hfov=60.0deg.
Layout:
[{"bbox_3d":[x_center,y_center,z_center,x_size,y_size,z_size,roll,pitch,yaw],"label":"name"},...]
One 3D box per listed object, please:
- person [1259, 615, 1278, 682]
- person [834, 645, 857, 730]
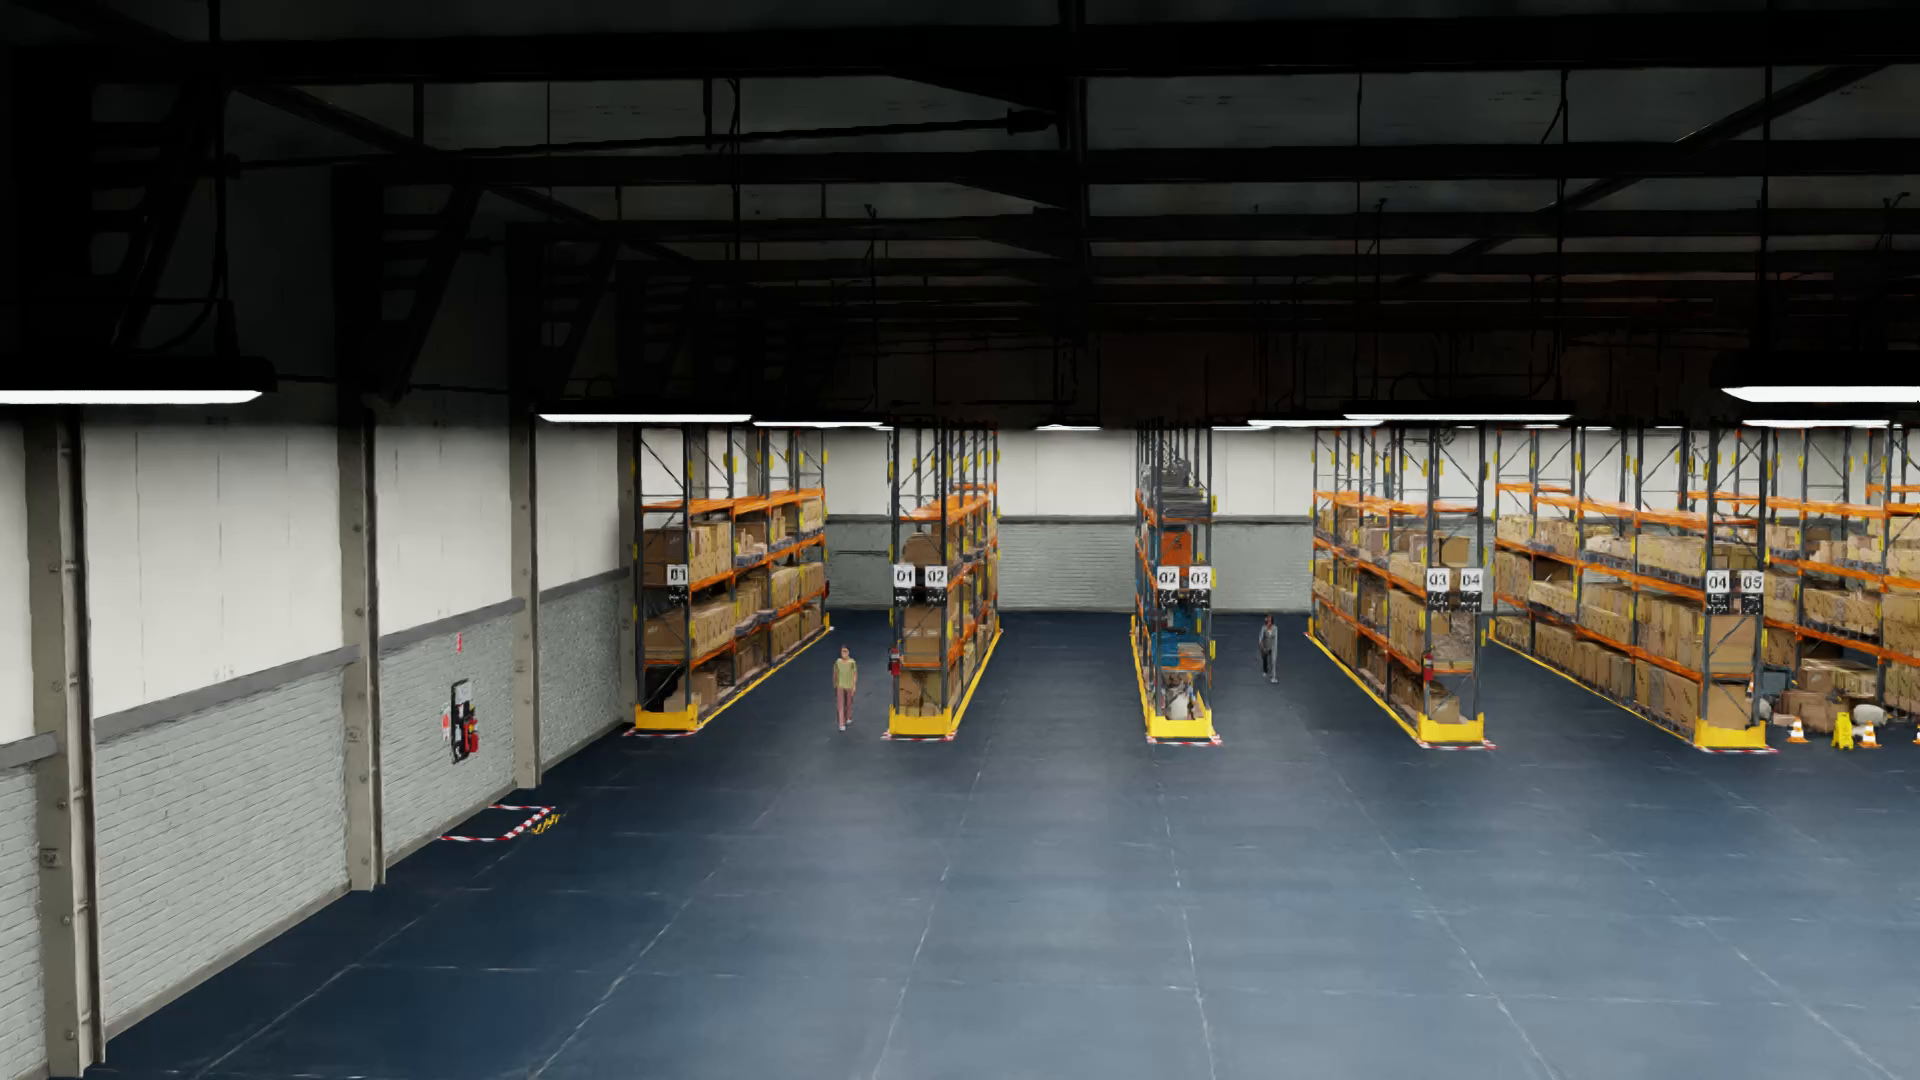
[{"bbox_3d":[7.064,2.464,38.085,0.417,1.517,1.036,1,4,8],"label":"person"},{"bbox_3d":[-2.208,2.820,32.064,0.451,1.610,1.056,0,4,-6],"label":"person"}]
